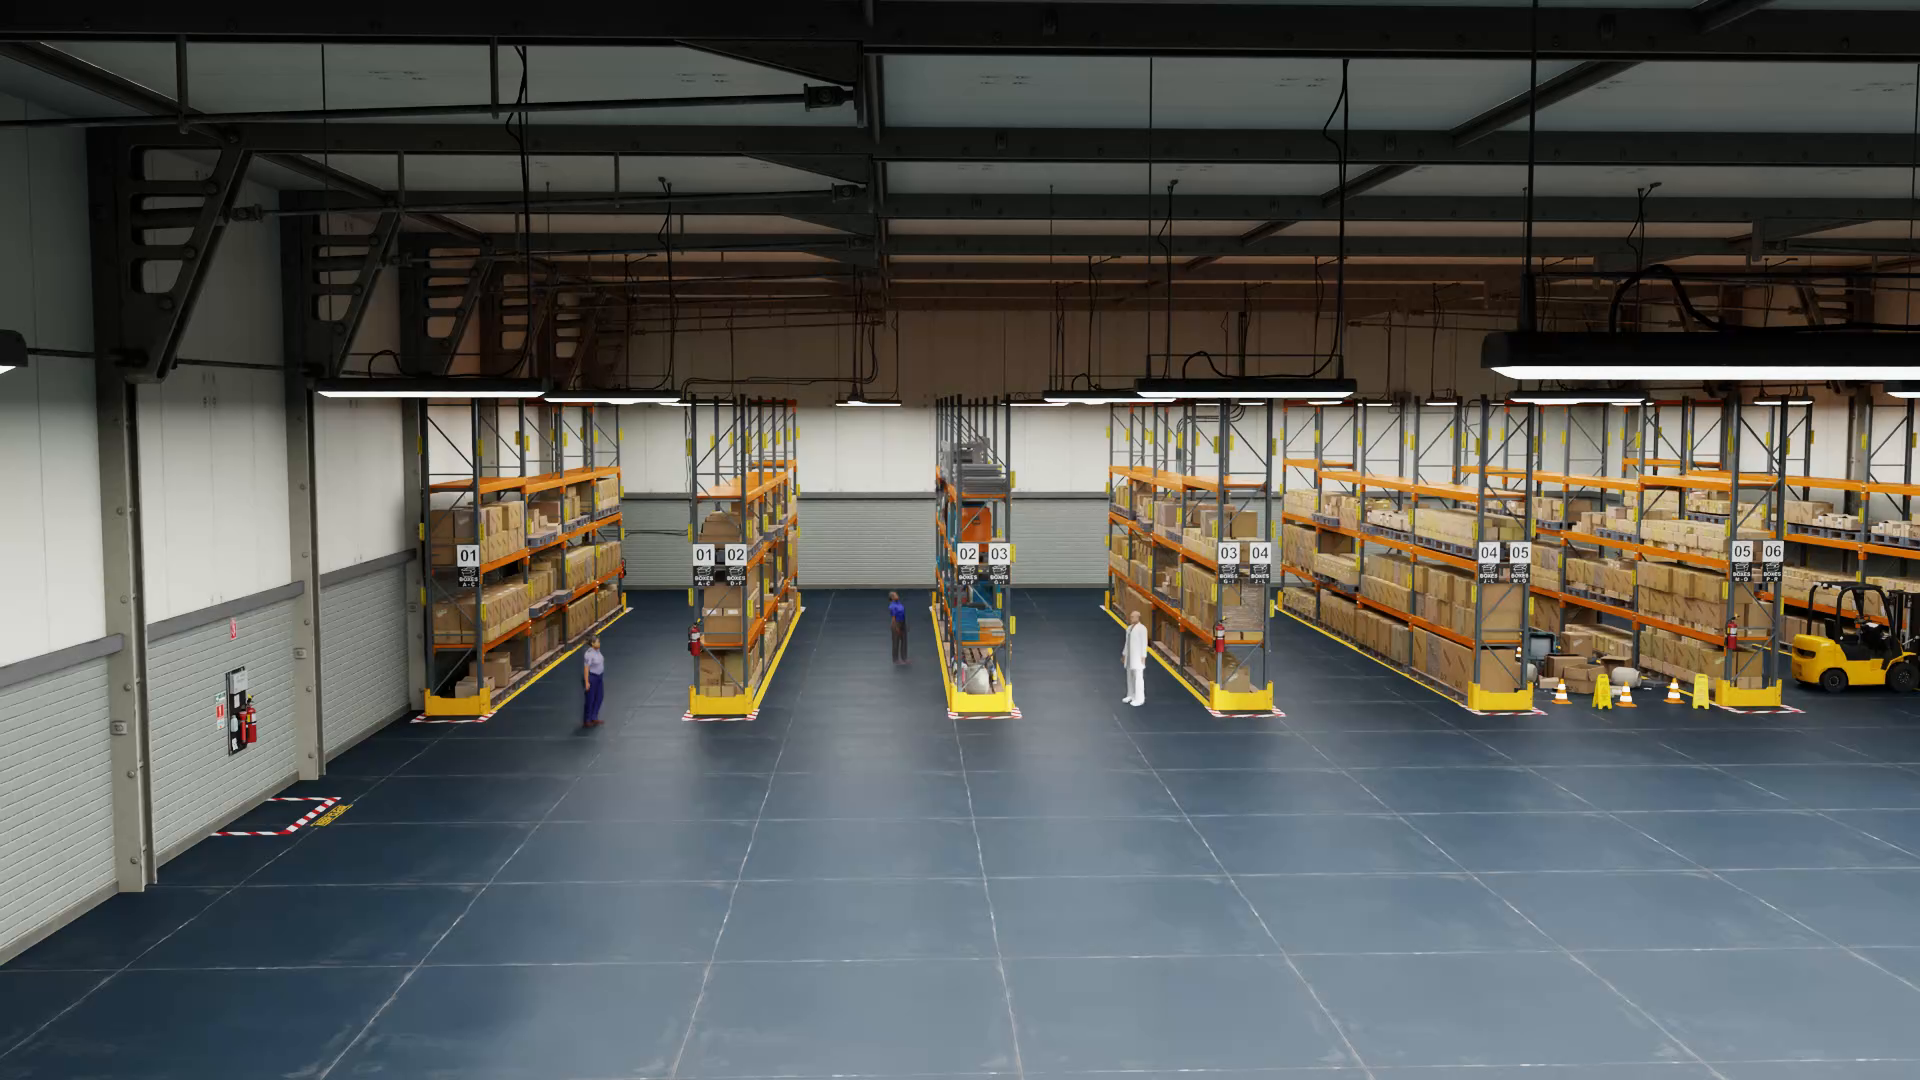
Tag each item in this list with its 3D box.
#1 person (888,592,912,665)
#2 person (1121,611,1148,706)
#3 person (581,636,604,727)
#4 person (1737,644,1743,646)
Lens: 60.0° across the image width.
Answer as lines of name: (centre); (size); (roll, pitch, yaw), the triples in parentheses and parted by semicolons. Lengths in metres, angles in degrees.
person: (-1.357, 1.970, 37.257); (0.406, 1.633, 0.541); (4, 6, 39)
person: (3.362, 2.288, 32.385); (0.407, 1.802, 0.626); (-2, 5, -28)
person: (-6.640, 2.543, 30.064); (0.382, 1.645, 0.614); (1, 5, 15)
person: (17.075, 1.965, 36.419); (0.595, 1.785, 0.537); (-4, 6, -44)
